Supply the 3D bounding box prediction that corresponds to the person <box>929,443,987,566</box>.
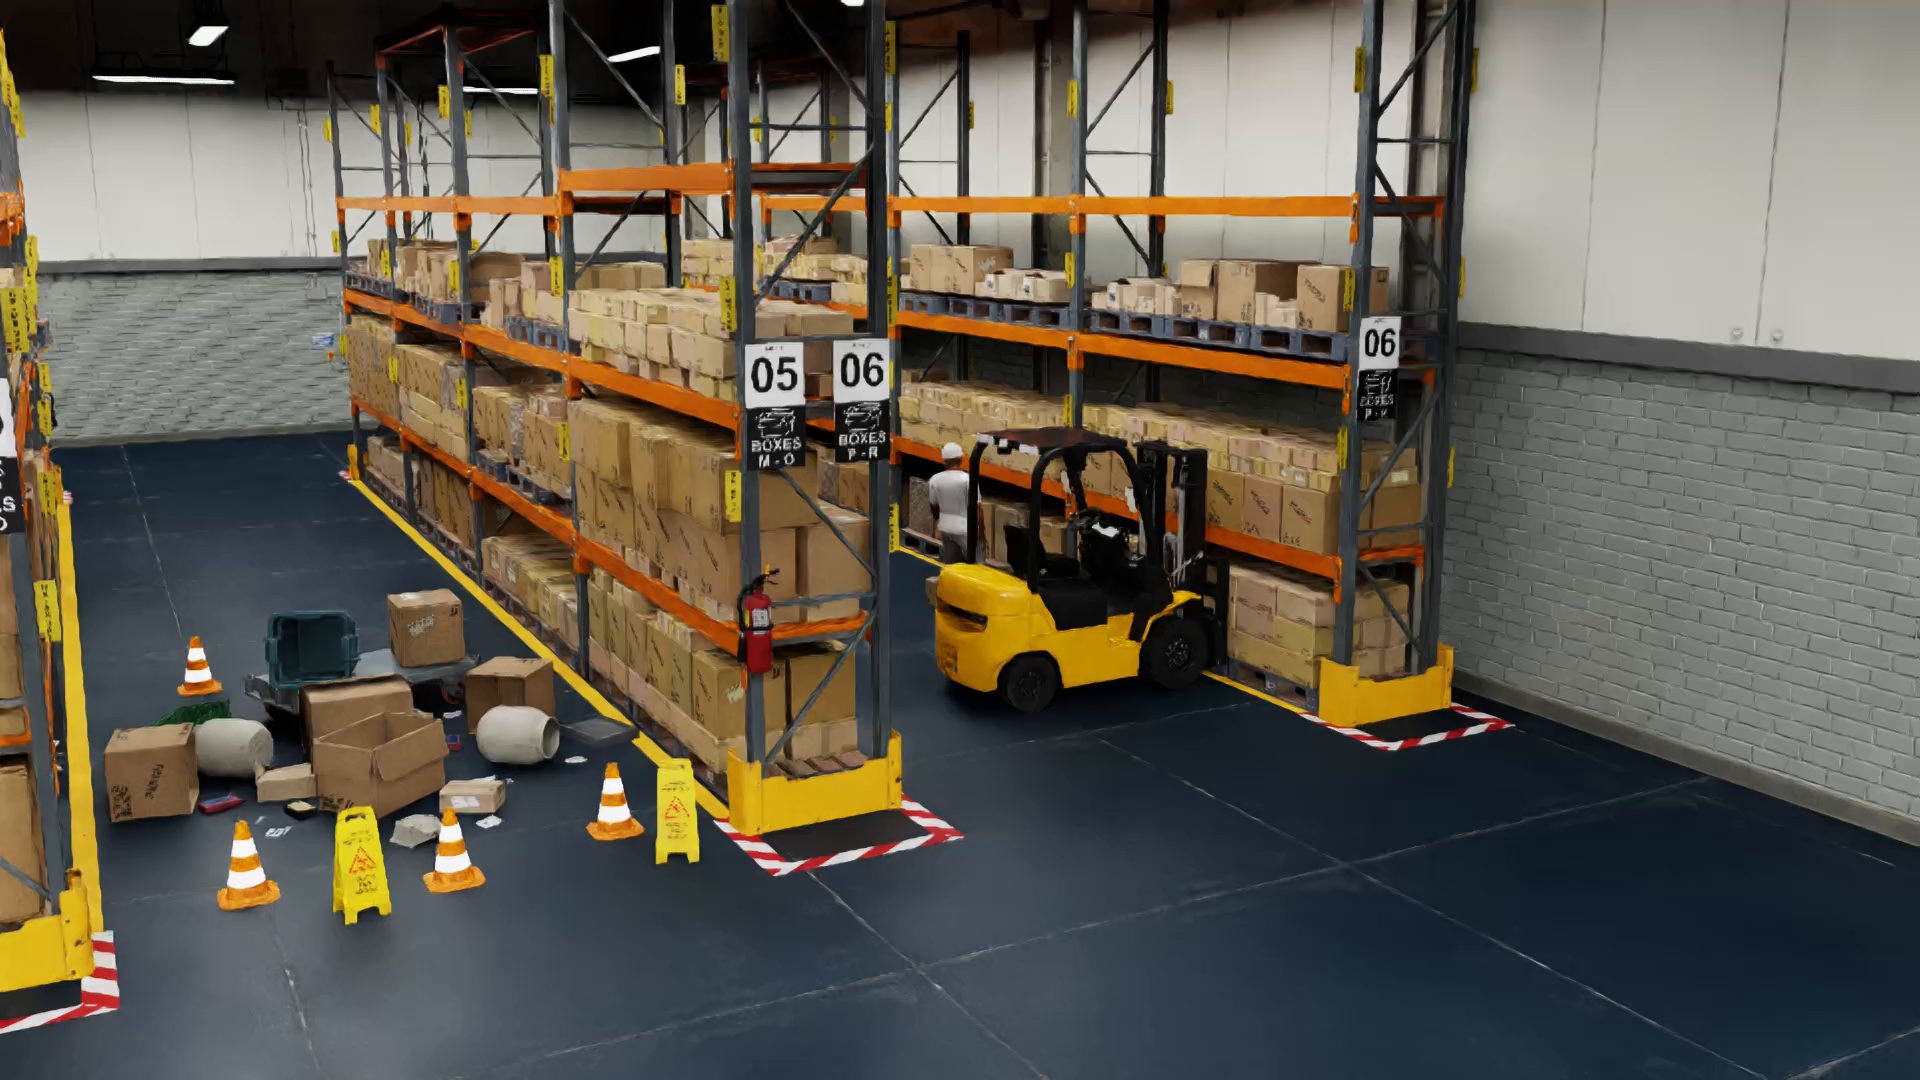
[{"bbox_3d":[0.075,-0.086,16.305,0.685,1.771,0.545,9,15,38],"label":"person"}]
